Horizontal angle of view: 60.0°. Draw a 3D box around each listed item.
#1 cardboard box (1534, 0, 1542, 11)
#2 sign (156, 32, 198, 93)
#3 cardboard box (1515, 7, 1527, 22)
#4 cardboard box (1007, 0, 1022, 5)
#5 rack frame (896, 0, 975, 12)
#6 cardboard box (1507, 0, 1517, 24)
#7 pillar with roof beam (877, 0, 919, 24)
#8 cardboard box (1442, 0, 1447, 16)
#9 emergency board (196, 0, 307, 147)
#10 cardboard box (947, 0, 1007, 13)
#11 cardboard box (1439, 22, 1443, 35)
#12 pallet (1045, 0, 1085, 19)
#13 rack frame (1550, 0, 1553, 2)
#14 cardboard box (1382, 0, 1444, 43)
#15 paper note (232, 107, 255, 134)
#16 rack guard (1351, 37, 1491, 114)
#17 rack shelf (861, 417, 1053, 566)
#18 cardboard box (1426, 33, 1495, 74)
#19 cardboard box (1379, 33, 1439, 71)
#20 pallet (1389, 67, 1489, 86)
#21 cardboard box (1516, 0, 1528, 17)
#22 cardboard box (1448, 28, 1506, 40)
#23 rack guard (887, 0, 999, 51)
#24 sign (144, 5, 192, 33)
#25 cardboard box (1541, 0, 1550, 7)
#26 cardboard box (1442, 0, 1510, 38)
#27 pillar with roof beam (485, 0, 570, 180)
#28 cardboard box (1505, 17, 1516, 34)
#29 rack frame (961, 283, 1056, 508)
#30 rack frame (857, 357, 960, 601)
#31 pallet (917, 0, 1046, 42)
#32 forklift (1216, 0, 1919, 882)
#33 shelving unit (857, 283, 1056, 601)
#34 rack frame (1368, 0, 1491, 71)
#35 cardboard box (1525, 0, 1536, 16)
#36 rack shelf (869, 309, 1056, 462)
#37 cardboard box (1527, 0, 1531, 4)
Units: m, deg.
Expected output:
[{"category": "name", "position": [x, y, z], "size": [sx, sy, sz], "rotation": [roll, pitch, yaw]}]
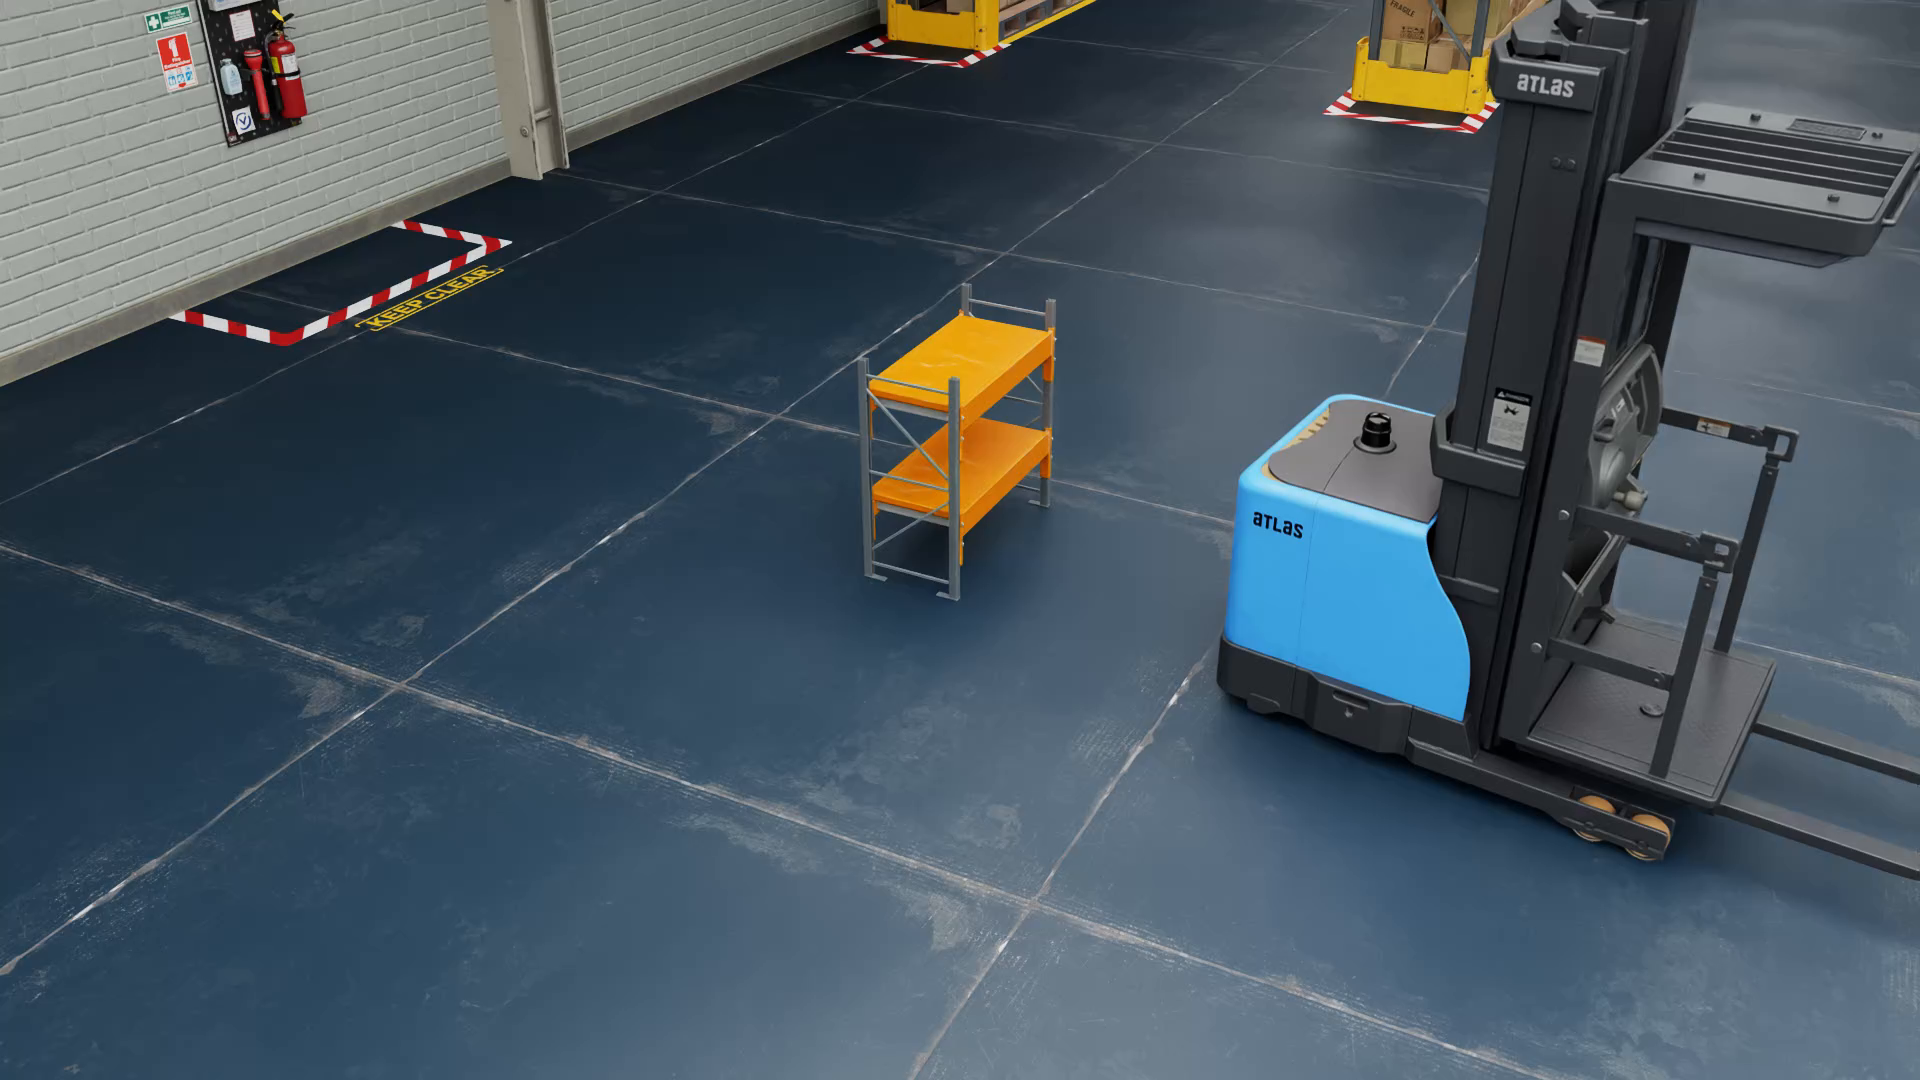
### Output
[{"category": "cardboard box", "position": [5.764, -5.606, 17.340], "size": [0.500, 0.250, 0.500], "rotation": [14, 33, 23]}, {"category": "sign", "position": [-4.904, -2.993, 10.415], "size": [0.001, 0.329, 0.234], "rotation": [14, 33, 23]}, {"category": "cardboard box", "position": [5.323, -5.159, 16.562], "size": [0.500, 0.250, 0.500], "rotation": [14, 33, 23]}, {"category": "cardboard box", "position": [0.439, -6.004, 17.951], "size": [0.500, 0.311, 0.500], "rotation": [17, 34, 27]}, {"category": "rack frame", "position": [-0.216, -6.440, 16.452], "size": [1.000, 3.000, 0.127], "rotation": [14, 33, 23]}, {"category": "cardboard box", "position": [5.080, -5.267, 15.995], "size": [0.500, 0.500, 0.500], "rotation": [14, 33, 23]}, {"category": "pillar with roof beam", "position": [3.165, -8.571, 14.140], "size": [9.100, 9.000, 0.400], "rotation": [14, 33, 23]}, {"category": "cardboard box", "position": [4.617, -5.385, 16.201], "size": [0.500, 0.500, 0.500], "rotation": [14, 33, 23]}, {"category": "emergency board", "position": [-4.560, -3.200, 10.810], "size": [0.194, 1.169, 0.643], "rotation": [14, 33, 23]}, {"category": "cardboard box", "position": [0.179, -5.751, 17.511], "size": [0.500, 0.311, 0.500], "rotation": [11, 32, 18]}, {"category": "cardboard box", "position": [4.394, -4.837, 16.000], "size": [0.500, 0.250, 0.500], "rotation": [14, 33, 23]}, {"category": "pallet", "position": [0.777, -6.155, 18.757], "size": [1.003, 0.211, 1.213], "rotation": [14, 33, 23]}, {"category": "rack frame", "position": [6.018, -7.091, 17.586], "size": [1.000, 3.000, 0.127], "rotation": [14, 33, 23]}, {"category": "cardboard box", "position": [4.175, -4.938, 15.423], "size": [0.500, 0.500, 0.500], "rotation": [14, 33, 23]}, {"category": "paper note", "position": [-4.702, -2.755, 10.920], "size": [0.016, 0.148, 0.142], "rotation": [14, 33, 23]}, {"category": "rack guard", "position": [4.185, -4.223, 15.102], "size": [1.175, 0.500, 0.348], "rotation": [14, 33, 23]}, {"category": "rack shelf", "position": [0.003, -0.279, 8.097], "size": [0.538, 0.278, 1.000], "rotation": [14, 33, 23]}, {"category": "cardboard box", "position": [4.638, -4.495, 15.404], "size": [0.500, 0.250, 0.500], "rotation": [14, 33, 23]}, {"category": "cardboard box", "position": [4.177, -4.612, 15.609], "size": [0.500, 0.250, 0.500], "rotation": [14, 33, 23]}, {"category": "pallet", "position": [4.507, -4.457, 15.799], "size": [1.003, 0.211, 1.213], "rotation": [14, 33, 23]}, {"category": "cardboard box", "position": [5.323, -5.484, 16.374], "size": [0.500, 0.500, 0.500], "rotation": [14, 33, 23]}, {"category": "cardboard box", "position": [4.862, -4.717, 15.792], "size": [0.500, 0.250, 0.500], "rotation": [14, 33, 23]}, {"category": "rack guard", "position": [-0.181, -5.390, 17.133], "size": [1.175, 0.500, 0.348], "rotation": [14, 33, 23]}, {"category": "sign", "position": [-4.894, -3.223, 10.283], "size": [0.001, 0.109, 0.331], "rotation": [14, 33, 23]}, {"category": "cardboard box", "position": [6.001, -5.826, 17.722], "size": [0.500, 0.250, 0.500], "rotation": [14, 33, 23]}, {"category": "cardboard box", "position": [4.864, -5.042, 15.604], "size": [0.500, 0.500, 0.500], "rotation": [14, 33, 23]}, {"category": "pillar with roof beam", "position": [0.432, -5.911, 9.508], "size": [9.100, 9.000, 0.400], "rotation": [14, 33, 23]}, {"category": "cardboard box", "position": [5.090, -4.939, 16.178], "size": [0.500, 0.250, 0.500], "rotation": [14, 33, 23]}, {"category": "rack frame", "position": [0.235, -0.716, 8.368], "size": [0.500, 1.125, 0.032], "rotation": [14, 33, 23]}, {"category": "rack frame", "position": [-0.228, -0.265, 7.583], "size": [0.500, 1.125, 0.032], "rotation": [14, 33, 23]}, {"category": "pallet", "position": [0.220, -5.616, 17.818], "size": [1.003, 0.211, 1.213], "rotation": [14, 33, 23]}, {"category": "forklift", "position": [2.595, -0.384, 5.976], "size": [3.031, 2.935, 1.130], "rotation": [19, 35, 29]}, {"category": "shelving unit", "position": [0.003, -0.491, 7.975], "size": [0.538, 1.125, 1.048], "rotation": [14, 33, 23]}, {"category": "rack frame", "position": [4.195, -5.318, 14.498], "size": [1.000, 3.000, 0.127], "rotation": [14, 33, 23]}, {"category": "cardboard box", "position": [5.550, -5.381, 16.948], "size": [0.500, 0.250, 0.500], "rotation": [14, 33, 23]}, {"category": "rack shelf", "position": [0.003, -0.745, 7.829], "size": [0.538, 0.278, 1.000], "rotation": [14, 33, 23]}, {"category": "cardboard box", "position": [5.538, -5.709, 16.766], "size": [0.500, 0.500, 0.500], "rotation": [14, 33, 23]}]
